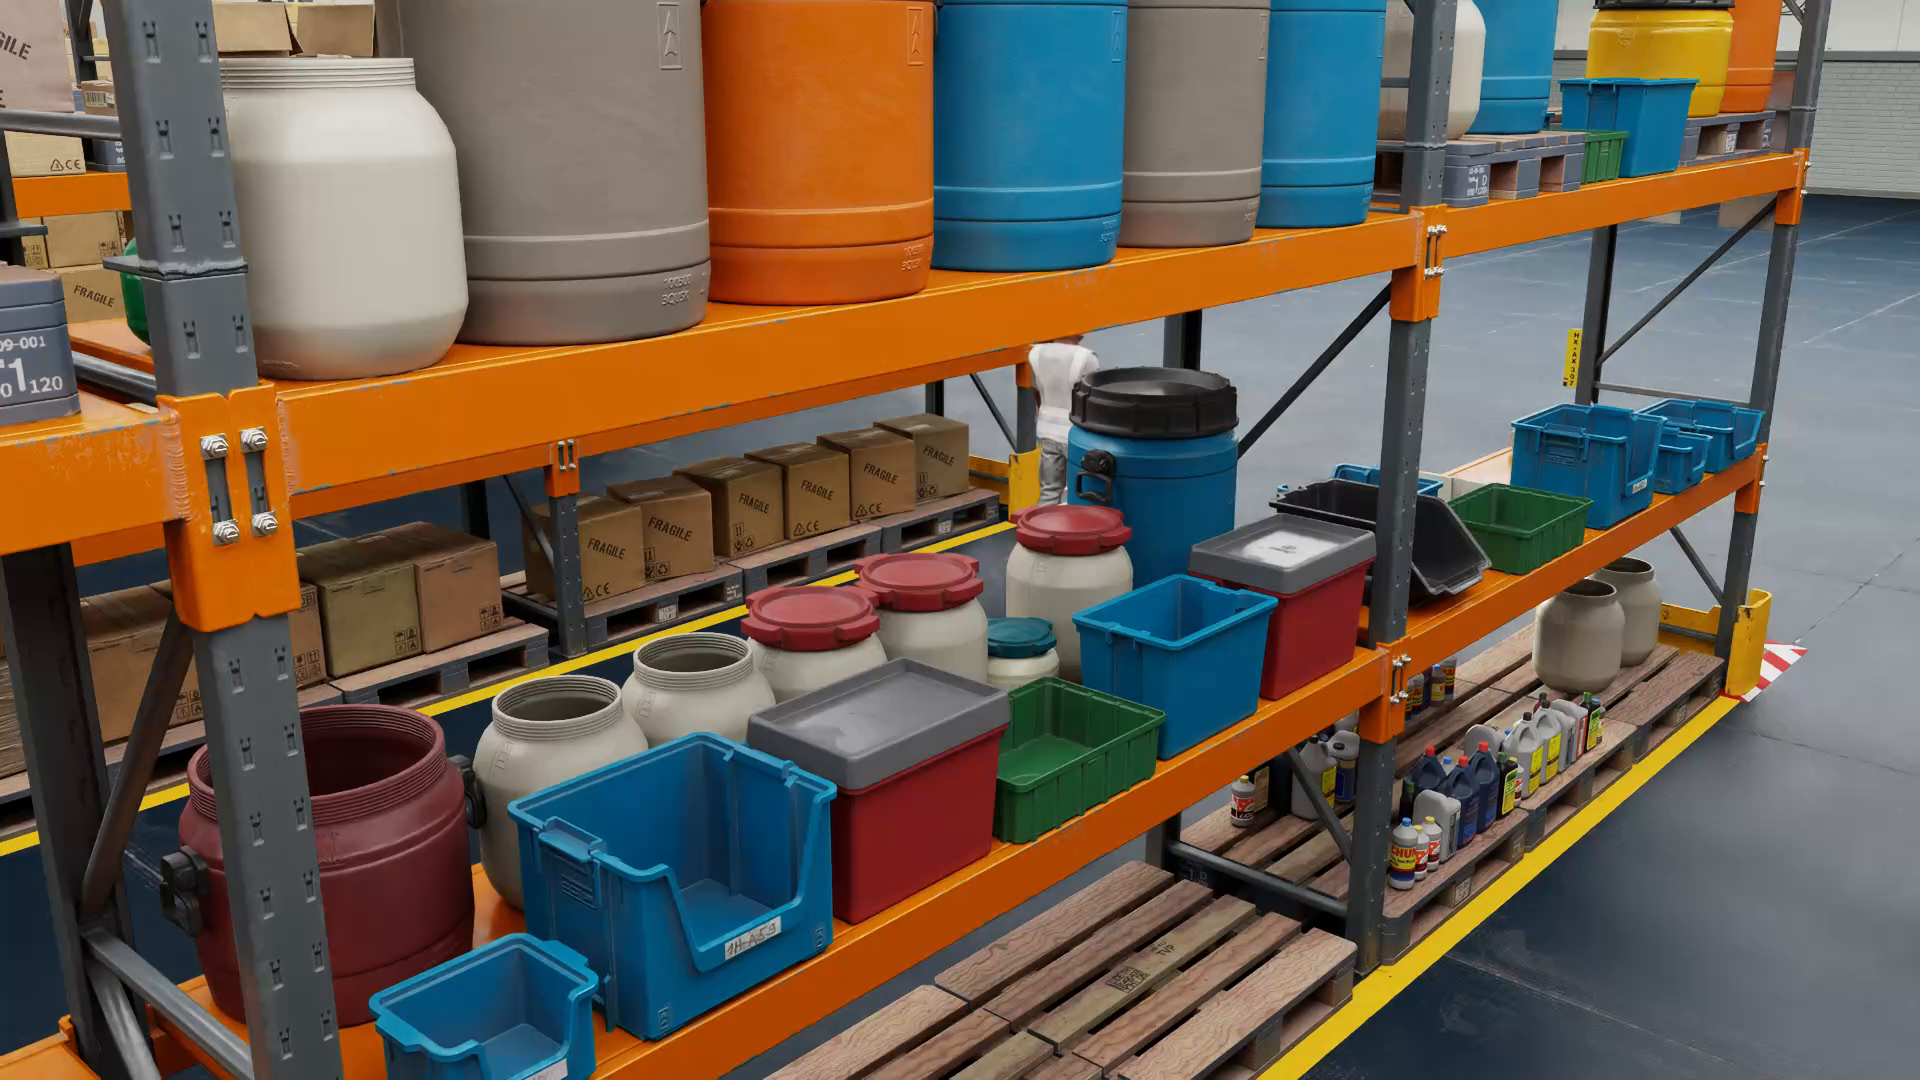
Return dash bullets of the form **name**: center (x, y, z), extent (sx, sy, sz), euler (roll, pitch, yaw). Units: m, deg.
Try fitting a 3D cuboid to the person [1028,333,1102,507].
- **person**: center (0.759, -0.678, 10.752), extent (0.560, 1.798, 0.794), euler (12, 20, 34)
